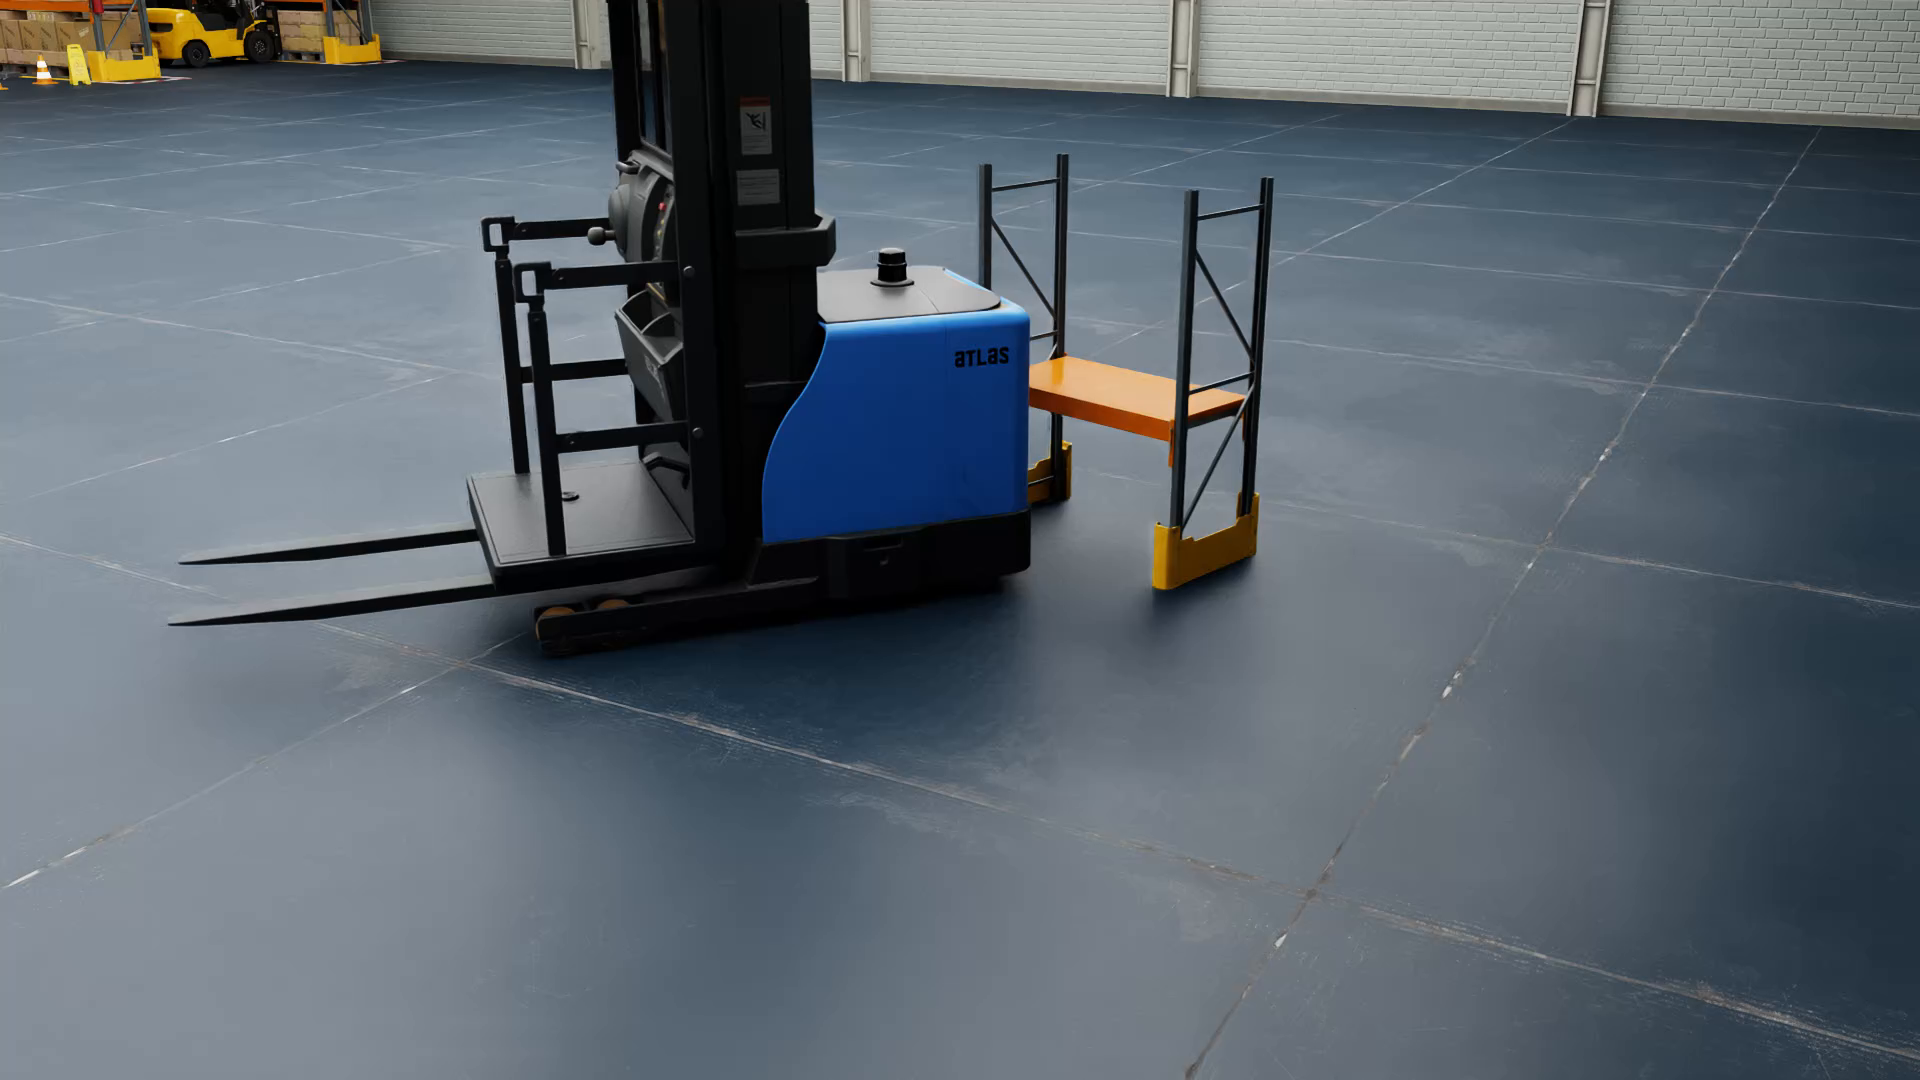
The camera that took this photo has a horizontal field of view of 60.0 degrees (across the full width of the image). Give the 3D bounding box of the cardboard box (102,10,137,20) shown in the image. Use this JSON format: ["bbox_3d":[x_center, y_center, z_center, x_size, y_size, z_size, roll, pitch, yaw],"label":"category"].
[{"bbox_3d":[-17.964,-11.139,36.042,0.625,0.625,0.875,12,23,29],"label":"cardboard box"}]

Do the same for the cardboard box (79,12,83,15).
[{"bbox_3d":[-19.379,-11.779,37.038,0.250,0.149,0.380,12,23,30],"label":"cardboard box"}]

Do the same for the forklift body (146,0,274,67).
[{"bbox_3d":[-14.637,-10.315,32.148,1.214,2.155,2.313,11,23,27],"label":"forklift body"}]

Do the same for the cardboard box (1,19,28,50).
[{"bbox_3d":[-16.693,-9.035,29.692,0.500,0.500,0.500,12,23,30],"label":"cardboard box"}]

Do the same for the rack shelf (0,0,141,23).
[{"bbox_3d":[-16.255,-9.458,29.595,4.000,0.370,1.077,11,23,27],"label":"rack shelf"}]

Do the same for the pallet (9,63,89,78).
[{"bbox_3d":[-16.329,-8.514,30.028,1.213,0.211,1.003,11,23,27],"label":"pallet"}]

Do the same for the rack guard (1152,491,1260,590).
[{"bbox_3d":[0.967,-0.004,6.508,0.087,0.250,0.587,19,27,42],"label":"rack guard"}]

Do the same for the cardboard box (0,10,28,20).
[{"bbox_3d":[-16.852,-9.345,29.594,0.250,0.149,0.380,12,23,30],"label":"cardboard box"}]

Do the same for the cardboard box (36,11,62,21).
[{"bbox_3d":[-15.907,-9.165,29.099,0.250,0.149,0.380,11,23,28],"label":"cardboard box"}]

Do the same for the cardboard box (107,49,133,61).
[{"bbox_3d":[-15.079,-8.585,29.550,0.500,0.250,0.500,11,22,27],"label":"cardboard box"}]

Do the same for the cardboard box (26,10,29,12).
[{"bbox_3d":[-20.775,-11.835,37.192,0.250,0.149,0.380,10,22,25],"label":"cardboard box"}]

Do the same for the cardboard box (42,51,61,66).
[{"bbox_3d":[-15.795,-8.511,29.347,0.500,0.250,0.500,11,23,27],"label":"cardboard box"}]

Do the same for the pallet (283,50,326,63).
[{"bbox_3d":[-12.780,-9.746,33.423,1.213,0.211,1.003,11,23,27],"label":"pallet"}]

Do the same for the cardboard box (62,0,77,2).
[{"bbox_3d":[-15.216,-9.353,28.619,0.250,0.149,0.380,10,22,27],"label":"cardboard box"}]

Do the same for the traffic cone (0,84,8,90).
[{"bbox_3d":[-15.758,-7.572,27.060,0.334,0.463,0.336,11,23,27],"label":"traffic cone"}]

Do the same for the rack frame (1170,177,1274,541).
[{"bbox_3d":[0.981,-0.586,6.282,0.032,1.500,0.500,19,27,42],"label":"rack frame"}]

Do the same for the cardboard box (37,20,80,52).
[{"bbox_3d":[-15.793,-8.862,29.215,0.500,0.500,0.500,12,23,29],"label":"cardboard box"}]

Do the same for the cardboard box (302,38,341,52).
[{"bbox_3d":[-12.656,-9.831,32.984,0.500,0.250,0.500,11,23,28],"label":"cardboard box"}]

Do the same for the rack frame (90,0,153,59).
[{"bbox_3d":[-14.509,-9.464,28.556,0.127,3.000,1.000,11,23,27],"label":"rack frame"}]

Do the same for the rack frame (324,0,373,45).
[{"bbox_3d":[-12.092,-10.942,32.631,0.127,3.000,1.000,11,23,27],"label":"rack frame"}]

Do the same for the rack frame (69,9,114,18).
[{"bbox_3d":[-19.076,-12.272,36.299,0.127,3.000,1.000,11,23,27],"label":"rack frame"}]

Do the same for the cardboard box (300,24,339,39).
[{"bbox_3d":[-12.669,-10.070,32.910,0.500,0.250,0.500,10,22,27],"label":"cardboard box"}]

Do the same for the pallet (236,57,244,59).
[{"bbox_3d":[-14.910,-10.152,34.541,1.213,0.211,1.003,11,23,27],"label":"pallet"}]

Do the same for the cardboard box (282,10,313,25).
[{"bbox_3d":[-13.095,-10.384,33.042,0.500,0.250,0.500,11,23,28],"label":"cardboard box"}]

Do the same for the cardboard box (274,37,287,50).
[{"bbox_3d":[-13.518,-10.002,33.457,0.500,0.250,0.500,11,23,28],"label":"cardboard box"}]

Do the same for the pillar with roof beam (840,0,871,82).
[{"bbox_3d":[-3.884,-10.869,23.632,0.400,9.000,9.100,11,23,27],"label":"pillar with roof beam"}]

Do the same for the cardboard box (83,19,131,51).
[{"bbox_3d":[-15.100,-8.941,29.432,0.500,0.500,0.500,10,22,26],"label":"cardboard box"}]

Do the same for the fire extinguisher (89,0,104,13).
[{"bbox_3d":[-14.634,-9.271,28.138,0.183,0.674,0.296,11,23,27],"label":"fire extinguisher"}]

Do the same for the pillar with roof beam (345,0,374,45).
[{"bbox_3d":[-14.360,-12.865,29.134,0.400,9.000,9.100,11,23,27],"label":"pillar with roof beam"}]

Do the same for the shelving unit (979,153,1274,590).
[{"bbox_3d":[0.615,-0.711,6.626,1.083,1.500,0.587,19,27,42],"label":"shelving unit"}]

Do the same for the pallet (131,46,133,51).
[{"bbox_3d":[-18.376,-10.813,36.365,1.213,0.211,1.003,11,23,27],"label":"pallet"}]

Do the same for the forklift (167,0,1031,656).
[{"bbox_3d":[-1.301,-1.181,5.822,3.031,2.935,1.130,-7,21,-19],"label":"forklift"}]

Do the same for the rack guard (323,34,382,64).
[{"bbox_3d":[-12.071,-9.763,33.046,0.348,0.500,1.175,11,23,27],"label":"rack guard"}]

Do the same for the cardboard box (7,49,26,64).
[{"bbox_3d":[-16.682,-8.682,29.818,0.500,0.250,0.500,10,22,27],"label":"cardboard box"}]

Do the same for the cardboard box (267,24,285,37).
[{"bbox_3d":[-13.563,-10.236,33.368,0.500,0.250,0.500,10,22,26],"label":"cardboard box"}]

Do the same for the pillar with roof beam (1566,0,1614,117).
[{"bbox_3d":[6.593,-8.873,18.131,0.400,9.000,9.100,11,23,27],"label":"pillar with roof beam"}]

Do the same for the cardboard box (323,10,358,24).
[{"bbox_3d":[-12.419,-10.453,33.233,0.500,0.250,0.500,10,22,26],"label":"cardboard box"}]
